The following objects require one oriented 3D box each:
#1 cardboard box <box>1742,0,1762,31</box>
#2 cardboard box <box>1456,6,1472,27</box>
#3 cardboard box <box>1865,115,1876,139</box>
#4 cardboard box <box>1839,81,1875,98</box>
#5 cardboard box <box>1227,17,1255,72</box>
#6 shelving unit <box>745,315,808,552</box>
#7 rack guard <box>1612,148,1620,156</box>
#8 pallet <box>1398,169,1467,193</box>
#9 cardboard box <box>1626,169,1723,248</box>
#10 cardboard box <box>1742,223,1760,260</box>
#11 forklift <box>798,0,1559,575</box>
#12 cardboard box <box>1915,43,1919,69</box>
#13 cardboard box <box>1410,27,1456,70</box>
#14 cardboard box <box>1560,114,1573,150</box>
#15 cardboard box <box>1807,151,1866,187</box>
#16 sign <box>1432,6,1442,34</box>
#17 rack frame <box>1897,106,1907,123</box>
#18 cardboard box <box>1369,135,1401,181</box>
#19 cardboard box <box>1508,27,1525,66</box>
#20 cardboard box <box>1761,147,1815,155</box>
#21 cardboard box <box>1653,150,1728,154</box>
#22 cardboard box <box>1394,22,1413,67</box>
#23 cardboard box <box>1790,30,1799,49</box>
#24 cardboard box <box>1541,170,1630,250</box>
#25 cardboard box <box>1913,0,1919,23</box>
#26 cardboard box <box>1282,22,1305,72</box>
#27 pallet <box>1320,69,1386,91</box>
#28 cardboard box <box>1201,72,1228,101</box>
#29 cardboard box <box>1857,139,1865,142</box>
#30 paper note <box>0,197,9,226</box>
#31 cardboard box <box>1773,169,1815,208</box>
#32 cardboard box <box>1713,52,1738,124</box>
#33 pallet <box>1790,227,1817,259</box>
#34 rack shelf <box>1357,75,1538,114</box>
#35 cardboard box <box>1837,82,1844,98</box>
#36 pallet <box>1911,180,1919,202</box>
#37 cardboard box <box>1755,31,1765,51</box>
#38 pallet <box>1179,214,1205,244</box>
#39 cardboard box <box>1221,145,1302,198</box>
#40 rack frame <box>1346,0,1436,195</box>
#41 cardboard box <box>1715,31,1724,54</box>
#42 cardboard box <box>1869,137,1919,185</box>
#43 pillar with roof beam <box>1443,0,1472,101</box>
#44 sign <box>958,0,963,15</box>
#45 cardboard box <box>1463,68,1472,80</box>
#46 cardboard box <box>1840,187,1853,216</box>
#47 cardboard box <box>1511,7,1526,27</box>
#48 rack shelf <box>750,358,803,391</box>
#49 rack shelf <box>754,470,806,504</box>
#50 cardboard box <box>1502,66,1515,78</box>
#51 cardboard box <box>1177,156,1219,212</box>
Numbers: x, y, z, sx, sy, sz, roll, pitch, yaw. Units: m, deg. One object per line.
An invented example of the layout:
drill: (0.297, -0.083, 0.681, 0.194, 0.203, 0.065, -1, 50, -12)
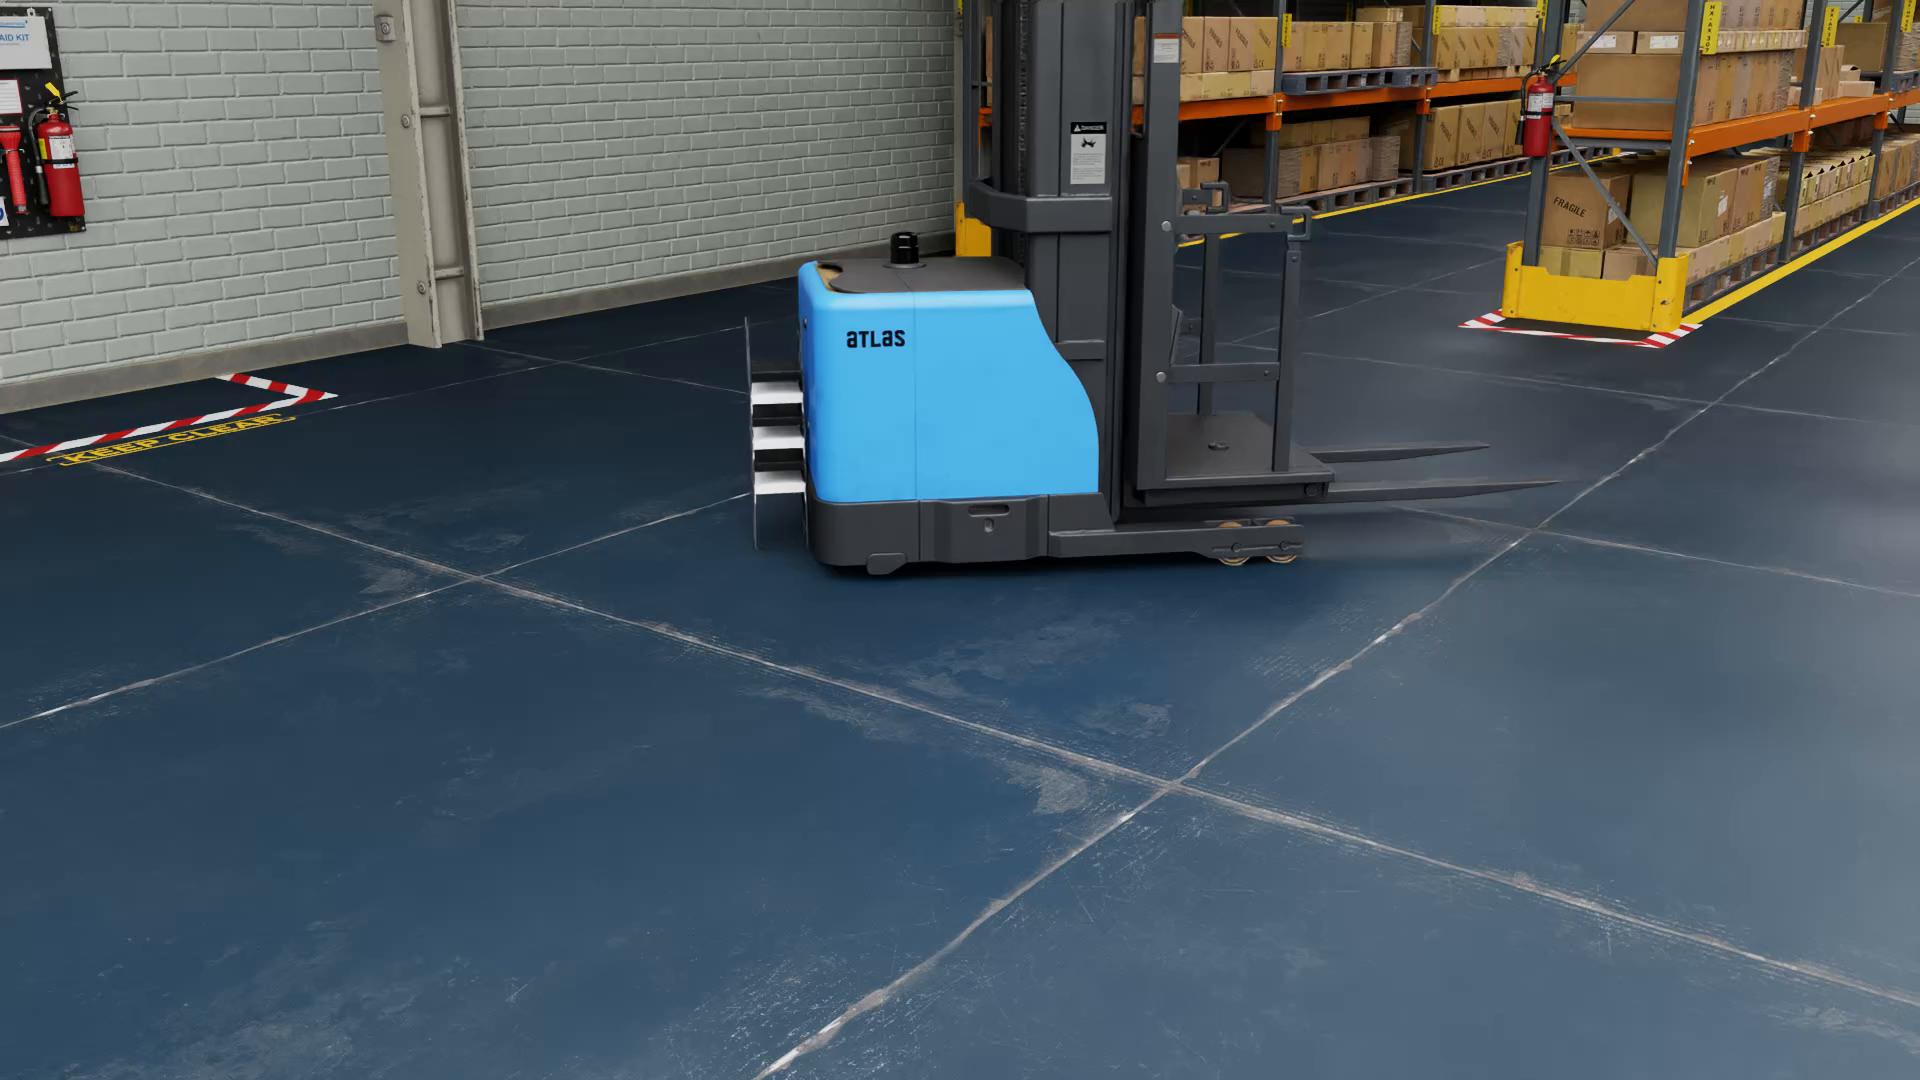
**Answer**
cardboard box: (5.667, -4.134, 12.643, 0.700, 0.500, 0.500, 12, 21, 35)
cardboard box: (6.023, -6.508, 20.674, 0.500, 0.250, 0.500, 12, 21, 34)
cardboard box: (10.510, -4.902, 19.679, 0.500, 0.250, 0.500, 12, 21, 35)
cardboard box: (8.893, -4.502, 16.607, 0.380, 0.149, 0.250, 12, 21, 35)
cardboard box: (2.517, -4.816, 16.148, 0.500, 0.500, 0.500, 12, 21, 34)
shelving unit: (-0.726, -0.423, 6.588, 0.210, 0.900, 0.258, -3, 17, -8)
rack guard: (10.007, -6.477, 26.757, 1.175, 0.500, 0.348, 12, 21, 35)
pallet: (5.757, -4.602, 21.208, 1.003, 0.211, 1.213, 12, 21, 35)
cardboard box: (5.235, -2.433, 12.184, 0.500, 0.500, 0.500, 12, 21, 35)
cardboard box: (6.131, -2.432, 13.444, 0.500, 0.250, 0.500, 12, 21, 35)
forklift: (0.889, -1.452, 6.478, 3.031, 2.935, 1.130, -3, 17, -8)
cardboard box: (10.587, -5.654, 19.017, 0.700, 0.500, 0.500, 7, 19, 21)
cardboard box: (5.721, -6.029, 20.398, 0.500, 0.500, 0.500, 13, 22, 36)
cardboard box: (8.747, -6.120, 24.900, 0.700, 0.500, 0.500, 13, 21, 36)
cardboard box: (8.788, -3.747, 16.735, 0.500, 0.311, 0.500, 12, 21, 34)
sign: (5.668, -6.181, 19.771, 0.100, 0.325, 0.005, 12, 21, 35)
rack frame: (13.974, -6.790, 23.552, 1.000, 3.000, 0.127, 12, 21, 35)
cardboard box: (4.839, -4.595, 19.956, 0.700, 0.500, 0.500, 13, 21, 35)
cardboard box: (7.241, -6.634, 22.344, 0.500, 0.500, 0.500, 13, 21, 35)
cardboard box: (8.659, -3.967, 17.444, 0.500, 0.311, 0.500, 13, 22, 37)
cardboard box: (6.296, -3.123, 14.405, 0.500, 0.500, 0.500, 12, 21, 35)
cardboard box: (4.954, -5.904, 19.786, 0.700, 0.500, 0.500, 10, 20, 28)
cardboard box: (6.685, -4.129, 13.719, 0.380, 0.149, 0.250, 12, 21, 34)
cardboard box: (4.521, -2.405, 12.096, 0.500, 0.500, 0.500, 12, 21, 35)
cardboard box: (12.097, -6.425, 20.523, 0.500, 0.500, 0.500, 13, 22, 36)
cardboard box: (3.174, -5.180, 17.456, 0.700, 0.500, 0.500, 12, 21, 35)
pallet: (4.080, -5.189, 18.719, 1.003, 0.211, 1.213, 12, 21, 35)
cardboard box: (2.213, -4.339, 15.876, 0.500, 0.250, 0.500, 12, 21, 34)
cardboard box: (10.192, -4.415, 19.376, 0.500, 0.500, 0.500, 11, 21, 33)
paper note: (-5.057, -1.712, 8.684, 0.016, 0.148, 0.142, 12, 21, 35)
cardboard box: (7.270, -3.142, 14.786, 0.500, 0.311, 0.500, 13, 21, 35)
cardboard box: (5.338, -3.379, 12.400, 0.700, 0.500, 0.500, 13, 21, 35)
pallet: (7.231, -2.783, 15.350, 1.003, 0.211, 1.213, 12, 21, 35)
rack shelf: (6.418, -5.892, 21.873, 1.077, 0.370, 4.000, 12, 21, 35)
cardboard box: (8.492, -4.451, 16.444, 0.380, 0.149, 0.250, 14, 22, 39)
pallet: (11.136, -4.306, 20.253, 1.003, 0.211, 1.213, 12, 21, 35)
cardboard box: (5.920, -3.821, 12.729, 0.380, 0.149, 0.250, 13, 22, 36)
pallet: (1.745, -3.017, 16.103, 1.003, 0.211, 1.213, 12, 21, 35)
cardboard box: (3.268, -4.001, 18.044, 0.700, 0.500, 0.500, 13, 22, 37)
rack frame: (5.226, -5.759, 20.233, 1.000, 3.000, 0.127, 12, 21, 35)
cardboard box: (5.152, -3.515, 11.743, 0.380, 0.149, 0.250, 13, 21, 35)
cardboard box: (10.926, -4.450, 19.490, 0.500, 0.500, 0.500, 13, 21, 35)
pillar with roof beam: (10.789, -9.136, 20.990, 9.100, 9.000, 0.400, 12, 21, 35)
sign: (0.026, -4.661, 14.209, 0.100, 0.325, 0.005, 12, 21, 35)
cardboard box: (6.353, -5.998, 21.390, 0.380, 0.149, 0.250, 13, 21, 36)
cardboard box: (8.483, -3.361, 16.438, 0.500, 0.250, 0.500, 13, 21, 36)
cardboard box: (7.224, -6.993, 22.237, 0.500, 0.250, 0.500, 13, 21, 36)
rack shelf: (-0.726, -0.649, 6.518, 0.200, 0.077, 0.258, -3, 17, -8)
rack shelf: (-0.726, -0.219, 6.652, 0.200, 0.077, 0.258, -3, 17, -8)
cardboard box: (7.203, -6.280, 22.298, 0.380, 0.149, 0.250, 12, 21, 35)
cardboard box: (2.257, -3.569, 16.651, 0.500, 0.500, 0.500, 11, 20, 31)
